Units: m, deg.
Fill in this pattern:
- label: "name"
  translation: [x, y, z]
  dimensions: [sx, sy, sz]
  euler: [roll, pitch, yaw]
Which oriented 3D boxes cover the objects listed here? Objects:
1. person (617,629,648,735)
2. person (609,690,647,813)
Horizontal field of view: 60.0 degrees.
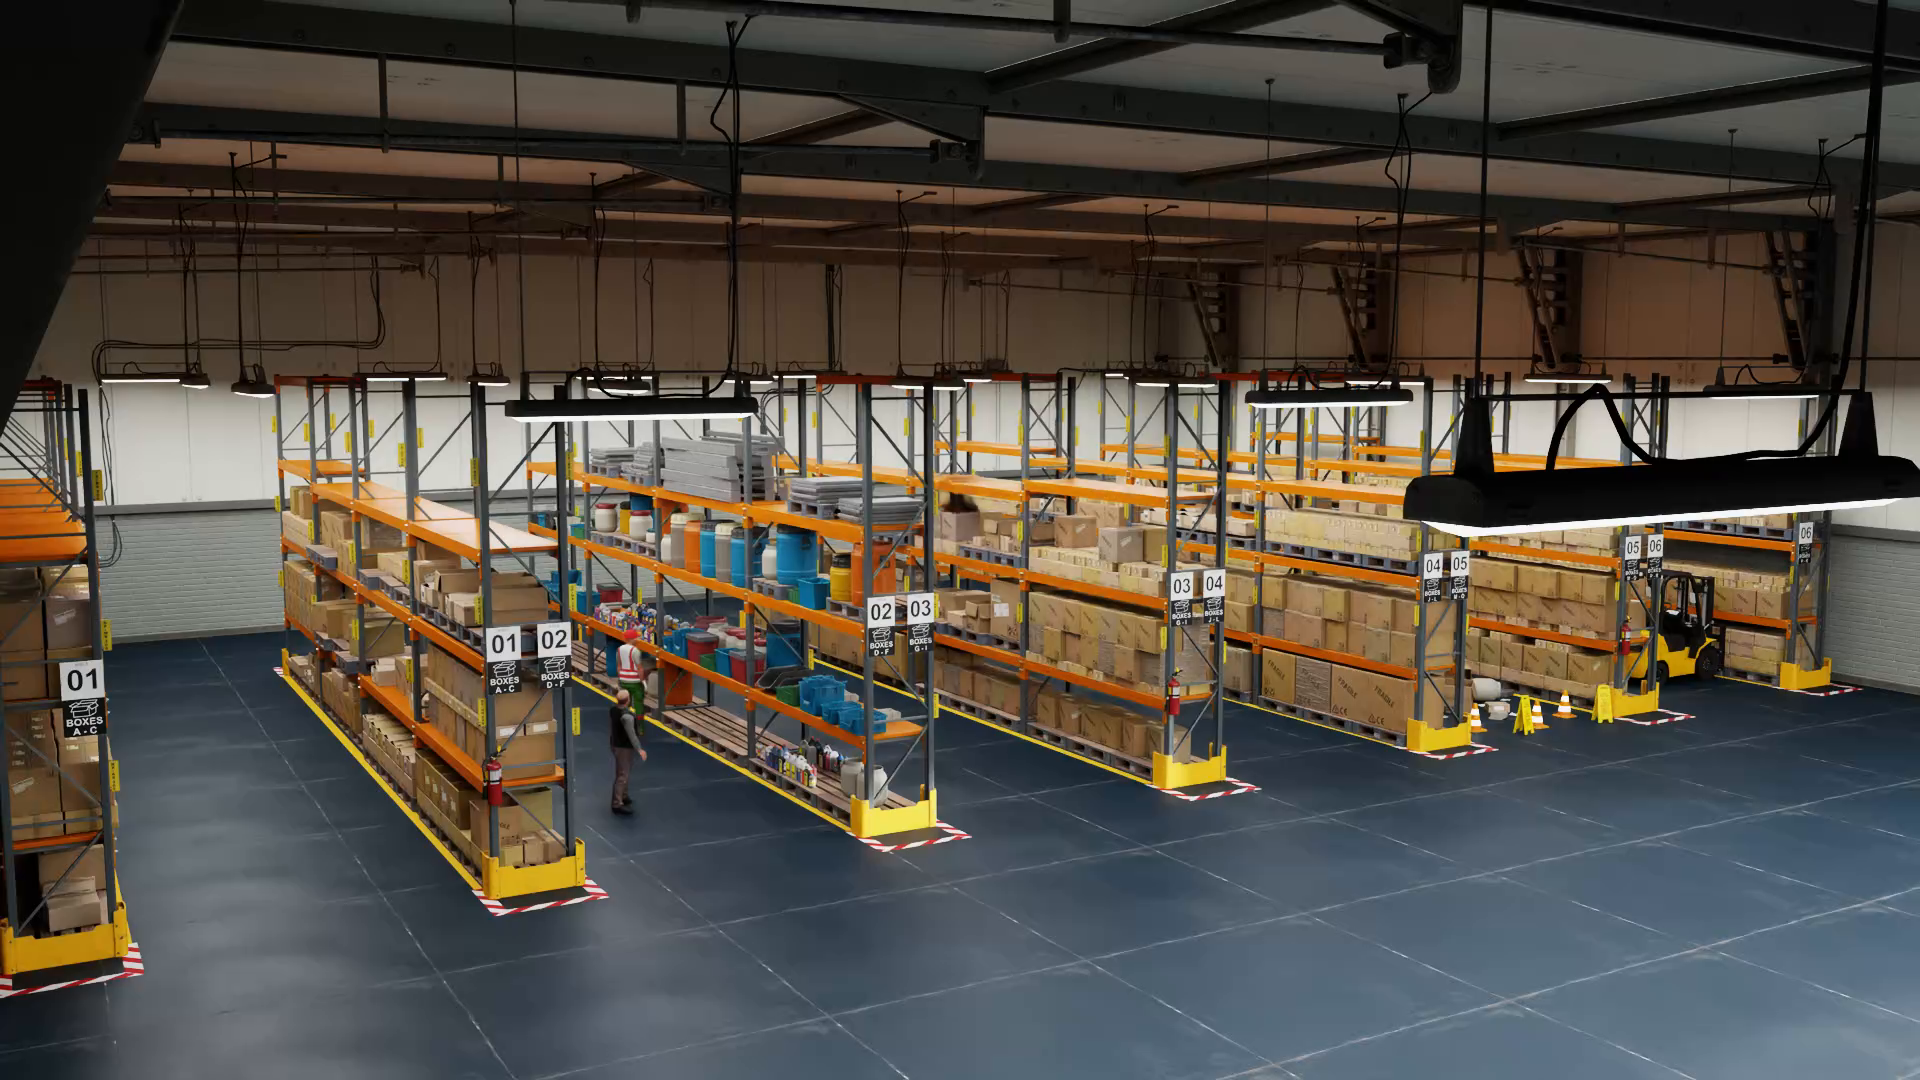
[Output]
- label: "person"
  translation: [-5.487, 2.378, 27.937]
  dimensions: [0.605, 1.791, 0.401]
  euler: [4, 7, 30]
- label: "person"
  translation: [-4.705, 2.951, 23.385]
  dimensions: [0.510, 1.757, 0.684]
  euler: [-3, 7, -23]
